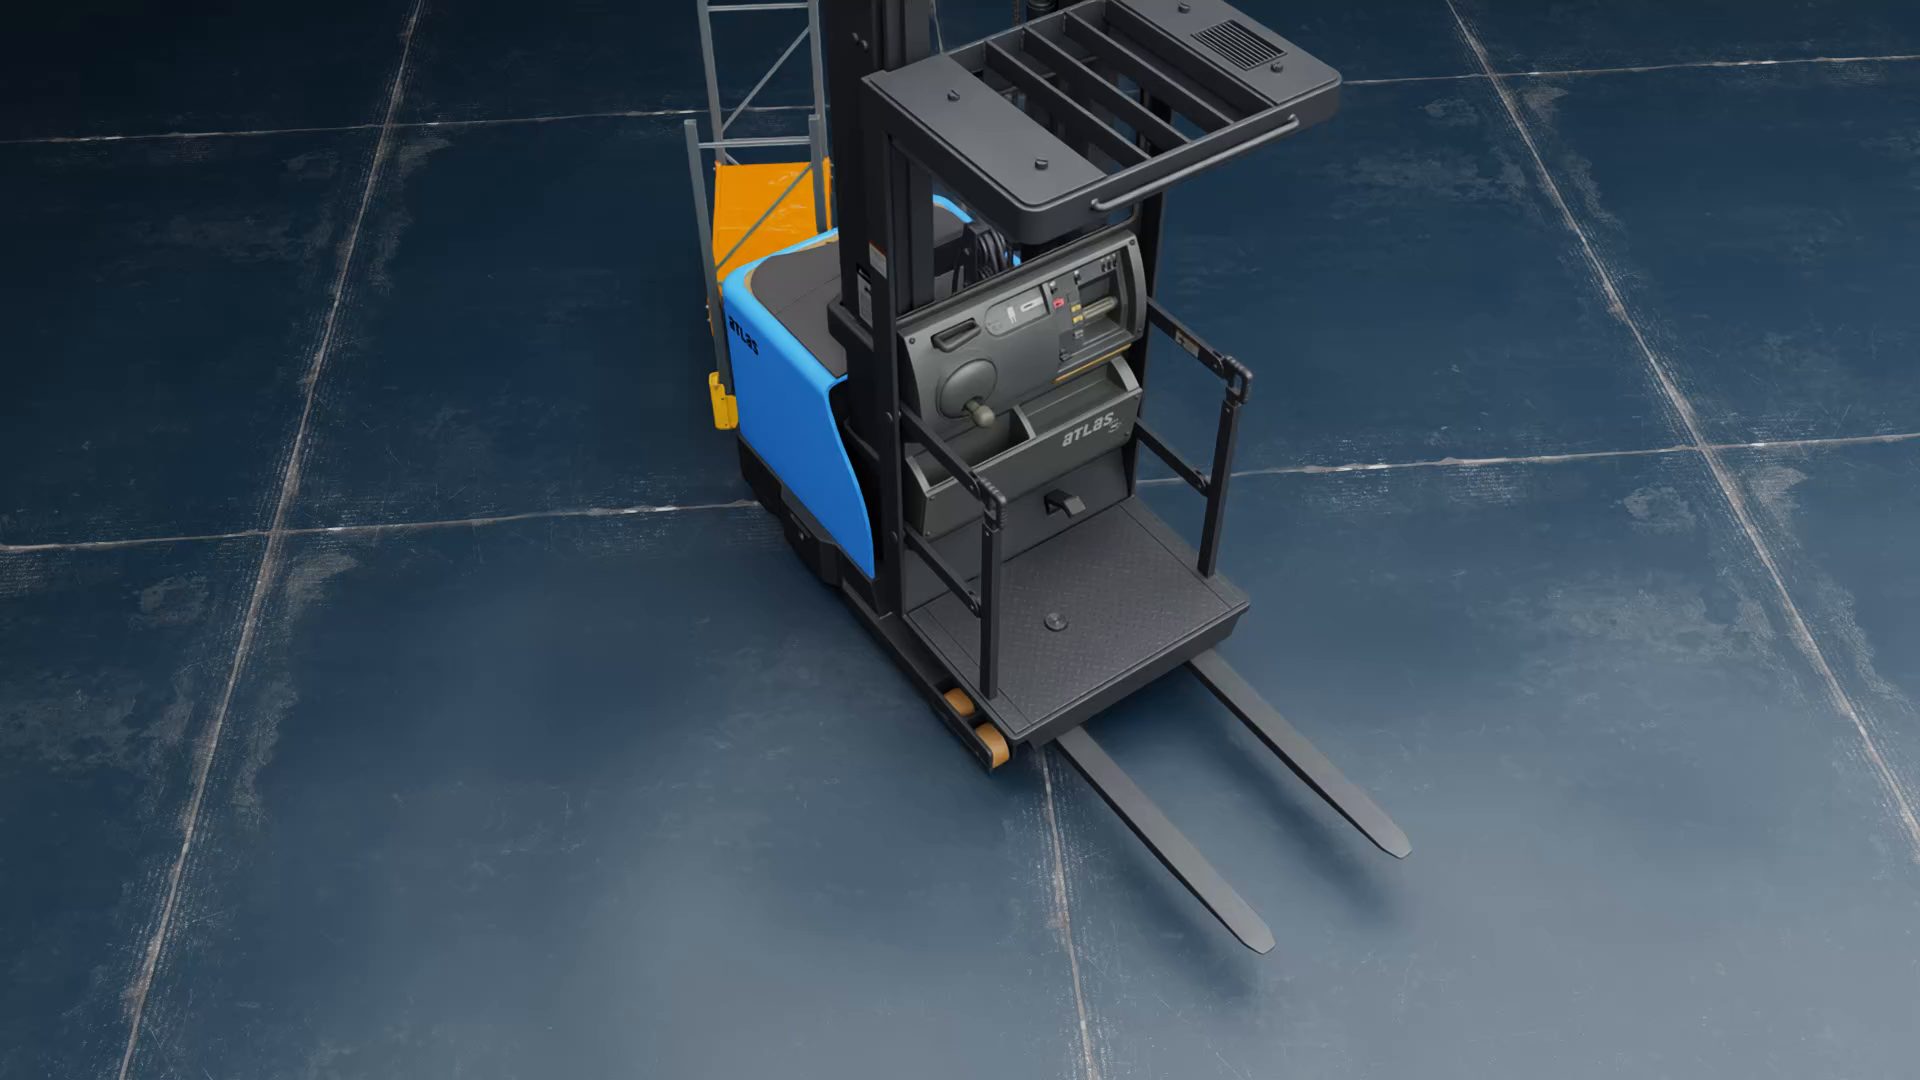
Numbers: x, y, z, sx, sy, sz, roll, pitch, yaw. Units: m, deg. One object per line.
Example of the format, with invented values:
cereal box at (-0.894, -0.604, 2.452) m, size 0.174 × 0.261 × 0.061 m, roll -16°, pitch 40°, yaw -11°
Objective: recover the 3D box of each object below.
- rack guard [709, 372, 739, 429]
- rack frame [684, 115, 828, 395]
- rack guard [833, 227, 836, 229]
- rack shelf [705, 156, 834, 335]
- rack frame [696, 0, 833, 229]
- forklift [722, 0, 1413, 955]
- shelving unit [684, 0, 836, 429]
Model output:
rack guard at (-0.771, -0.613, 7.159) m, size 0.587 × 0.250 × 0.087 m, roll -3°, pitch 47°, yaw -3°
rack frame at (-0.771, -1.042, 6.704) m, size 0.500 × 1.500 × 0.032 m, roll -3°, pitch 47°, yaw -3°
rack guard at (-0.841, -1.335, 7.842) m, size 0.587 × 0.250 × 0.087 m, roll -3°, pitch 47°, yaw -3°
rack shelf at (-0.806, -1.287, 7.183) m, size 0.538 × 0.185 × 1.000 m, roll -3°, pitch 47°, yaw -3°
rack frame at (-0.842, -1.779, 7.402) m, size 0.500 × 1.500 × 0.032 m, roll -3°, pitch 47°, yaw -3°
forklift at (0.349, -0.592, 5.292) m, size 1.130 × 2.935 × 3.031 m, roll -27°, pitch 52°, yaw -23°
shelving unit at (-0.806, -1.404, 7.047) m, size 0.587 × 1.500 × 1.083 m, roll -3°, pitch 47°, yaw -3°
